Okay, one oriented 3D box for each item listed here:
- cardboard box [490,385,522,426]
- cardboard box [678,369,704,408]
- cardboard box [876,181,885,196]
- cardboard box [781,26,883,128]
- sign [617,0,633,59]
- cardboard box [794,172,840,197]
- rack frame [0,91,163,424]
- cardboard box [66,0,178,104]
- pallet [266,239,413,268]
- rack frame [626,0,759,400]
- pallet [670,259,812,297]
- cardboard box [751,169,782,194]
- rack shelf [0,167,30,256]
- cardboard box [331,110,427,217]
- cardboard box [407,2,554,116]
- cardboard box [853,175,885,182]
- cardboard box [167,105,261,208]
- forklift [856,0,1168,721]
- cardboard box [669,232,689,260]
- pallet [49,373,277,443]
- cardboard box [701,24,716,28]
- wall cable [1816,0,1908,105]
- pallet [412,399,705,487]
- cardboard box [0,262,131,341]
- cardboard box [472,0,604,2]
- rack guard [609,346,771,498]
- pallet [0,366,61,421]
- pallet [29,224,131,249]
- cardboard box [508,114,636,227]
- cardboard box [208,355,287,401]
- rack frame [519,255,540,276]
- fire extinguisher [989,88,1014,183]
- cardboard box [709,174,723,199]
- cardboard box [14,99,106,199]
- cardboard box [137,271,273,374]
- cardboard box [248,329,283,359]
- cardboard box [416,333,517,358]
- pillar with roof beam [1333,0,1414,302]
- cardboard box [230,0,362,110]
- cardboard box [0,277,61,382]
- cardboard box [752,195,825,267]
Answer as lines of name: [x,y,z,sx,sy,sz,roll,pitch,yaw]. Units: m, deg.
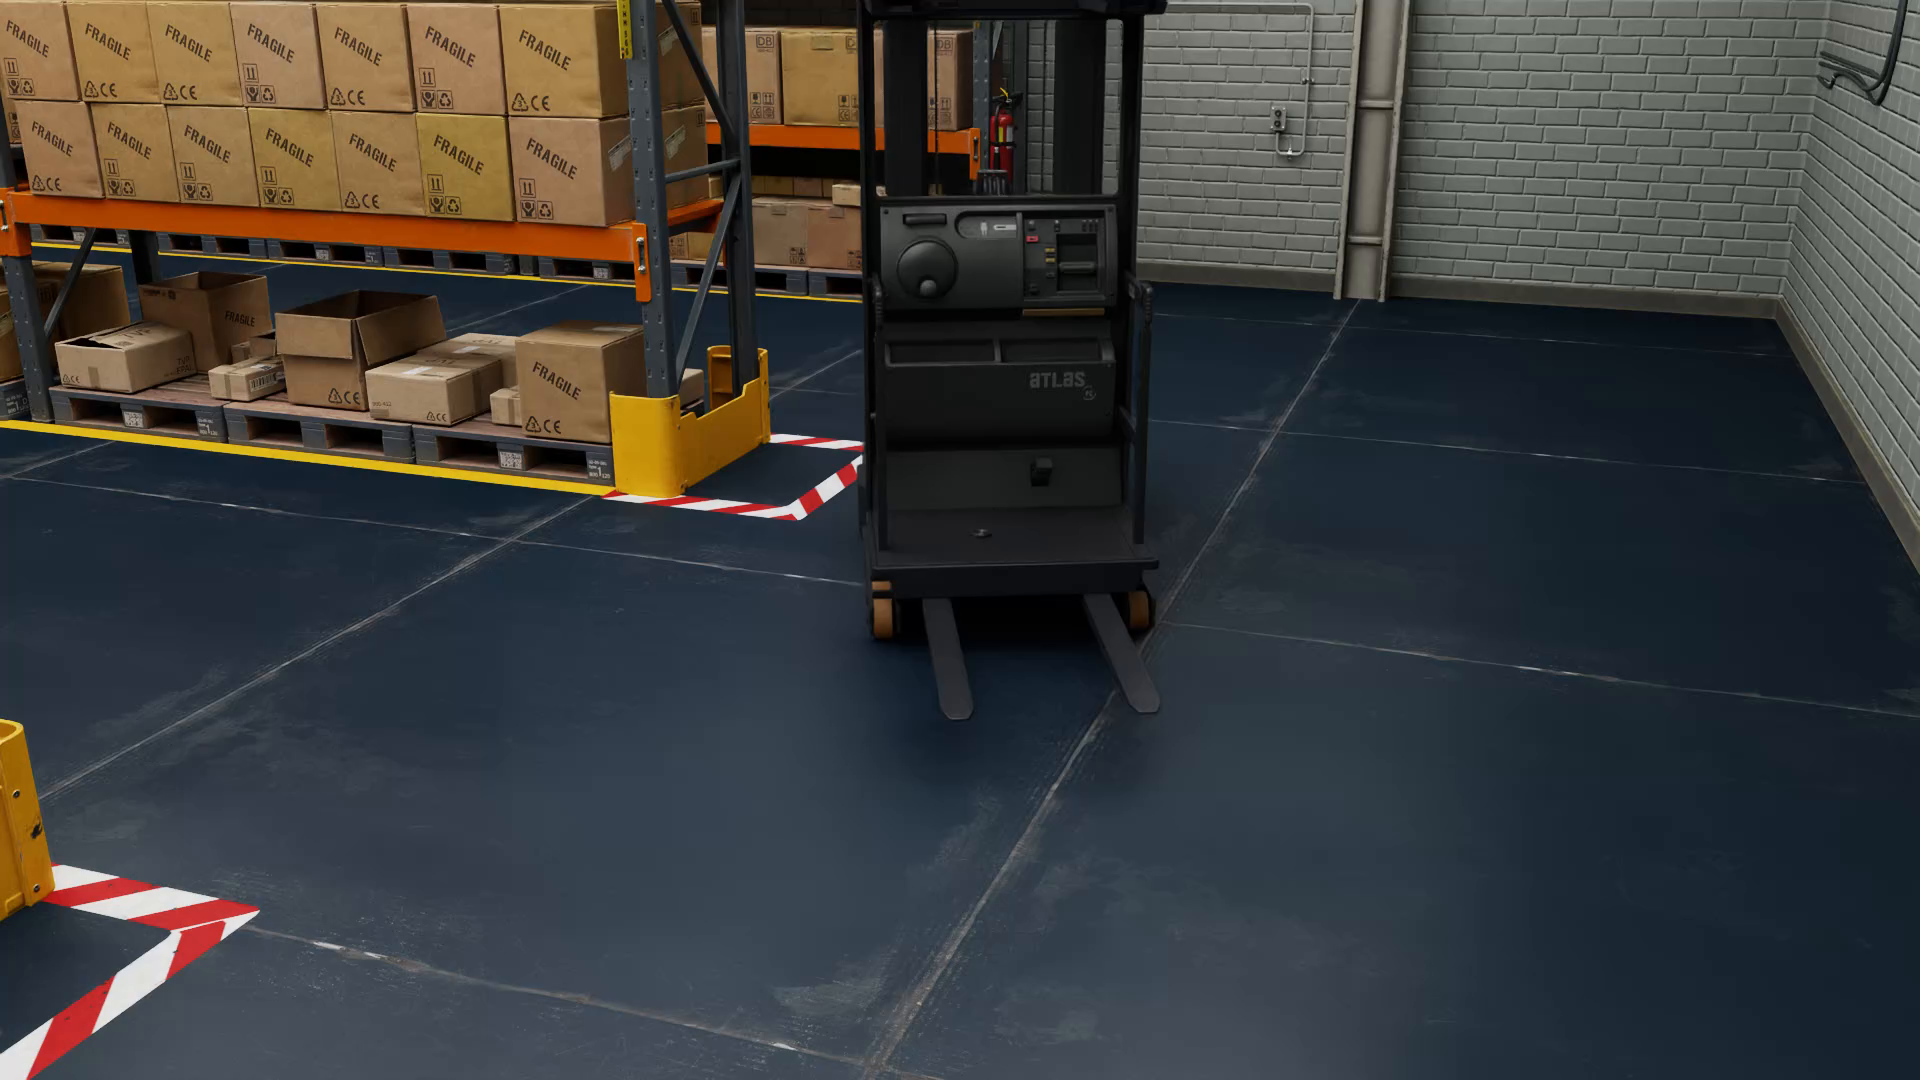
cardboard box: [-2.254,-0.731,8.752,0.250,0.166,0.380,7,20,18]
cardboard box: [-1.589,-0.821,9.036,0.250,0.149,0.380,7,20,18]
cardboard box: [-0.559,-2.674,12.863,0.250,0.149,0.380,6,20,17]
cardboard box: [-0.860,-3.616,12.938,0.700,0.700,0.980,6,20,18]
sign: [-1.507,-2.333,7.472,0.005,0.325,0.100,7,20,18]
cardboard box: [-1.150,-2.874,13.438,0.250,0.149,0.380,7,20,19]
rack frame: [-5.085,-2.239,9.443,0.127,3.000,1.000,7,20,18]
cardboard box: [-4.244,-2.564,8.705,0.500,0.500,0.500,6,20,16]
pallet: [-5.373,-2.654,14.870,1.213,0.211,1.003,7,20,18]
rack frame: [-1.306,-1.807,8.203,0.127,3.000,1.000,7,20,18]
pallet: [-1.614,-2.225,13.639,1.213,0.211,1.003,7,20,18]
cardboard box: [-1.632,-2.929,13.596,0.250,0.149,0.380,6,20,17]
rack shelf: [-6.974,-2.115,10.181,4.000,0.370,1.077,7,20,18]
cardboard box: [-2.779,-1.929,8.400,0.500,0.500,0.500,7,20,18]
cardboard box: [-2.294,-2.343,8.070,0.500,0.500,0.500,7,20,20]
cardboard box: [-0.673,-2.820,13.282,0.250,0.149,0.380,7,20,18]
cardboard box: [-3.736,-2.037,8.712,0.500,0.500,0.500,6,20,18]
forklift: [0.174,-1.110,6.308,1.130,2.935,3.031,-2,19,-5]
cardboard box: [-2.316,-2.630,13.723,0.500,0.500,0.700,6,20,18]
pallet: [-4.436,-0.848,9.688,1.213,0.211,1.003,7,20,18]
cardboard box: [-2.268,-3.777,13.399,0.700,0.700,0.980,6,20,17]
wall cable: [5.541,-3.992,10.075,0.112,2.526,3.097,7,20,18]
pallet: [-2.131,-0.584,8.932,1.213,0.211,1.003,7,20,18]
cardboard box: [-5.462,-1.395,10.149,0.500,0.500,0.500,6,20,16]
cardboard box: [-2.135,-2.510,8.550,0.500,0.500,0.500,7,20,19]
rack guard: [-1.378,-0.635,8.638,0.348,0.500,1.175,7,20,18]
pallet: [-5.865,-0.998,10.120,1.213,0.211,1.003,7,20,18]
pallet: [-7.979,-2.980,15.804,1.213,0.211,1.003,7,20,18]
cardboard box: [-1.819,-1.818,8.083,0.500,0.500,0.500,7,20,20]
cardboard box: [-3.939,-0.906,9.254,0.250,0.166,0.380,7,20,18]
rack frame: [-3.463,-3.780,13.862,0.127,3.000,1.000,7,20,18]
fire extinguisher: [0.307,-2.975,12.239,0.183,0.674,0.296,7,20,18]
cardboard box: [-2.033,-2.841,13.344,0.250,0.149,0.380,6,20,17]
cardboard box: [-4.693,-2.147,9.025,0.500,0.500,0.500,7,20,19]
cardboard box: [-4.453,-1.293,9.858,0.500,0.500,0.500,7,20,18]
cardboard box: [-3.745,-1.123,9.657,0.500,0.311,0.500,7,20,18]
cardboard box: [-2.671,-0.971,9.315,0.500,0.250,0.500,7,20,18]
pillar with roof beam: [1.737,-4.819,7.730,0.400,9.000,9.100,7,20,18]
cardboard box: [-3.271,-2.453,8.386,0.500,0.500,0.500,7,20,20]
cardboard box: [-5.645,-1.231,9.679,0.500,0.500,0.500,6,20,18]
cardboard box: [-1.326,-2.518,13.403,0.500,0.500,0.700,6,20,16]
